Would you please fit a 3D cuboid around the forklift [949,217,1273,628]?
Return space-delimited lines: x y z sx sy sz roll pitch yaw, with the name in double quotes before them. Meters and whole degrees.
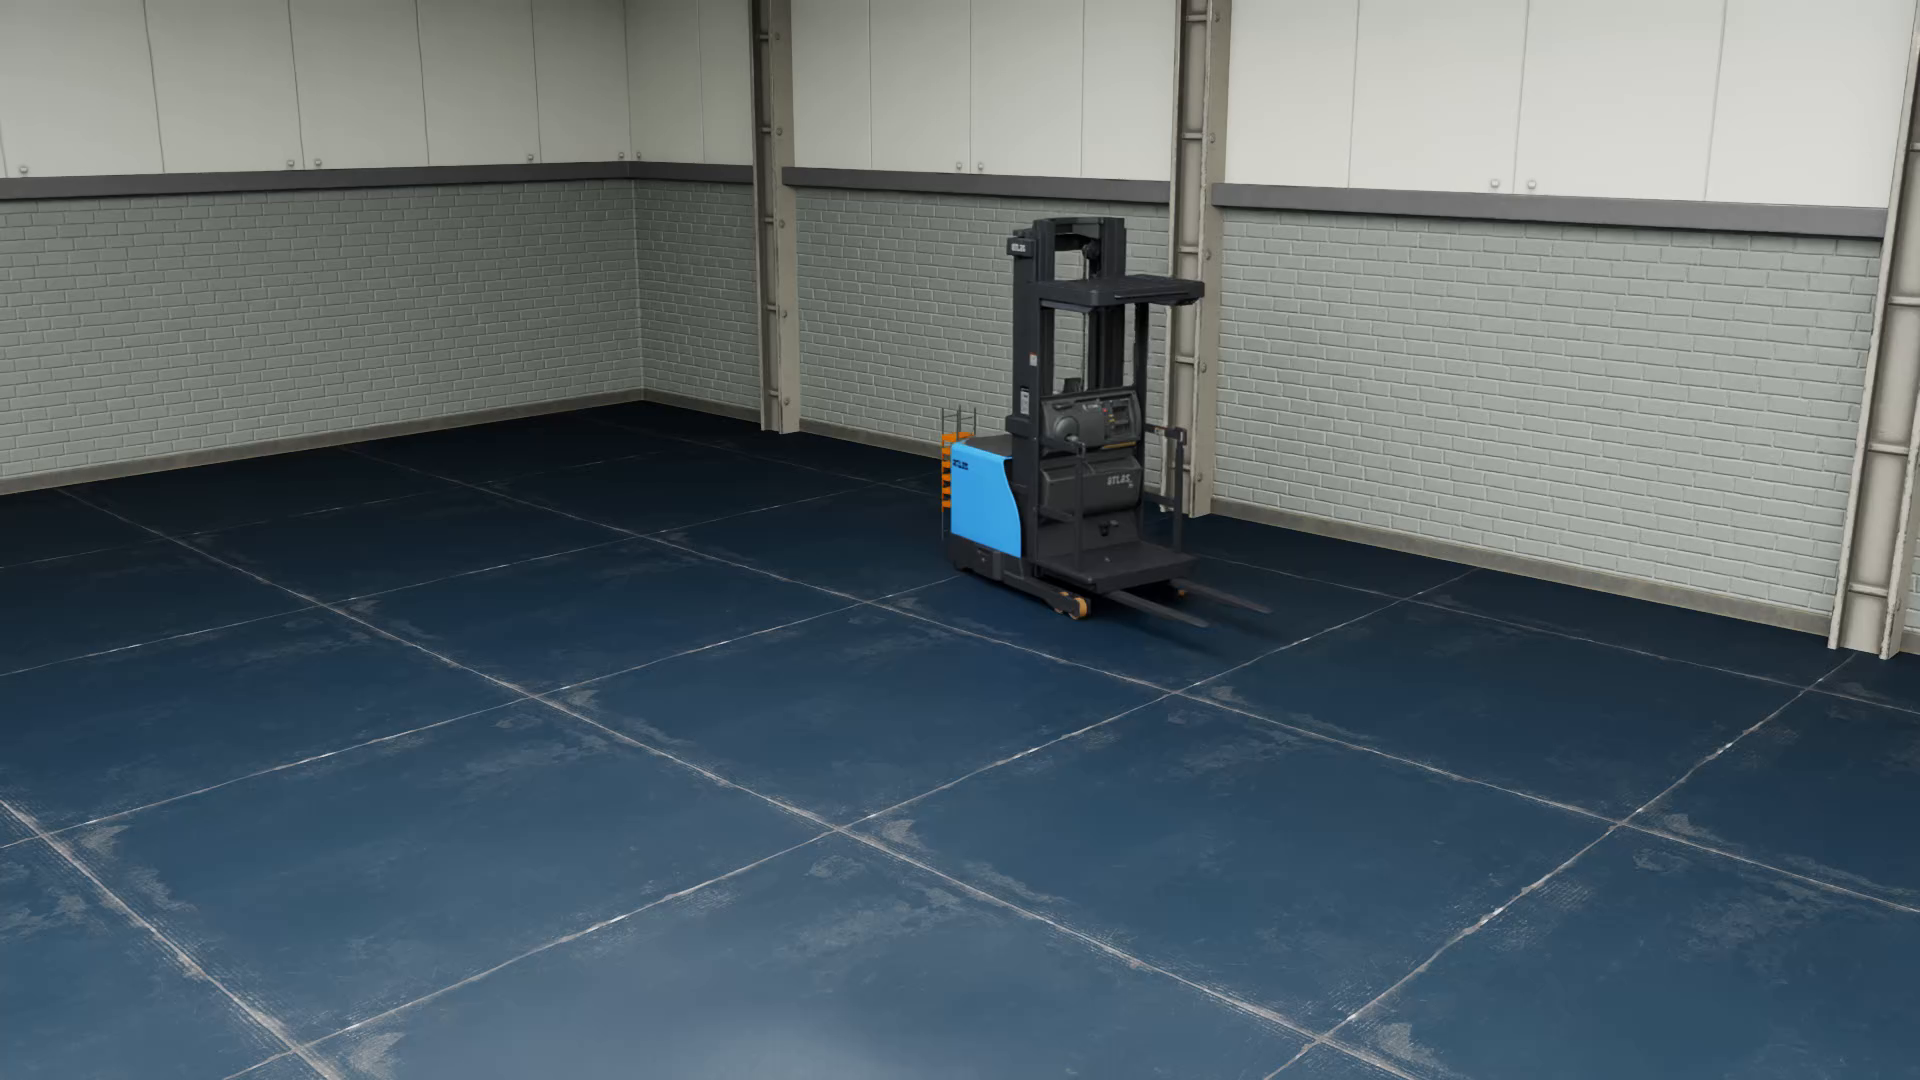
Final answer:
"forklift" 1.148 -0.953 12.778 1.130 2.935 3.031 -10 17 -33

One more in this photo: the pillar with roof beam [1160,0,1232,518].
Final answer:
"pillar with roof beam" -0.819 -3.843 11.834 0.400 9.000 9.100 14 20 42

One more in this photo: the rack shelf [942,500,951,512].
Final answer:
"rack shelf" -0.010 -0.308 14.862 0.180 0.103 0.258 14 20 42

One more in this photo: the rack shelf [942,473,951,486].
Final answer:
"rack shelf" -0.010 -0.540 14.802 0.180 0.103 0.258 14 20 42

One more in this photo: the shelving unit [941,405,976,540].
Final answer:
"shelving unit" -0.010 -0.583 14.791 0.189 1.200 0.258 14 20 42

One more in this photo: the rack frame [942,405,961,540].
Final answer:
"rack frame" -0.076 -0.599 14.852 0.006 1.200 0.240 14 20 42

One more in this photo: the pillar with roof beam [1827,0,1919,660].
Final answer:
"pillar with roof beam" 3.500 -2.793 7.804 0.400 9.000 9.100 14 20 42

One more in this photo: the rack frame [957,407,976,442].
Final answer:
"rack frame" 0.055 -0.567 14.729 0.006 1.200 0.240 14 20 42

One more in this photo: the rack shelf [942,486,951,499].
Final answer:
"rack shelf" -0.010 -0.424 14.832 0.180 0.103 0.258 14 20 42

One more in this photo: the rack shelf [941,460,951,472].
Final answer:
"rack shelf" -0.010 -0.656 14.771 0.180 0.103 0.258 14 20 42

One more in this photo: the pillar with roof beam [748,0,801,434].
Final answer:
"pillar with roof beam" -5.139 -4.893 15.864 0.400 9.000 9.100 14 20 42

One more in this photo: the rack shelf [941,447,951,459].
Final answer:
"rack shelf" -0.010 -0.772 14.741 0.180 0.103 0.258 14 20 42

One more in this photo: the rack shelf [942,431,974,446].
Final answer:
"rack shelf" -0.010 -0.889 14.711 0.180 0.103 0.258 14 20 42
